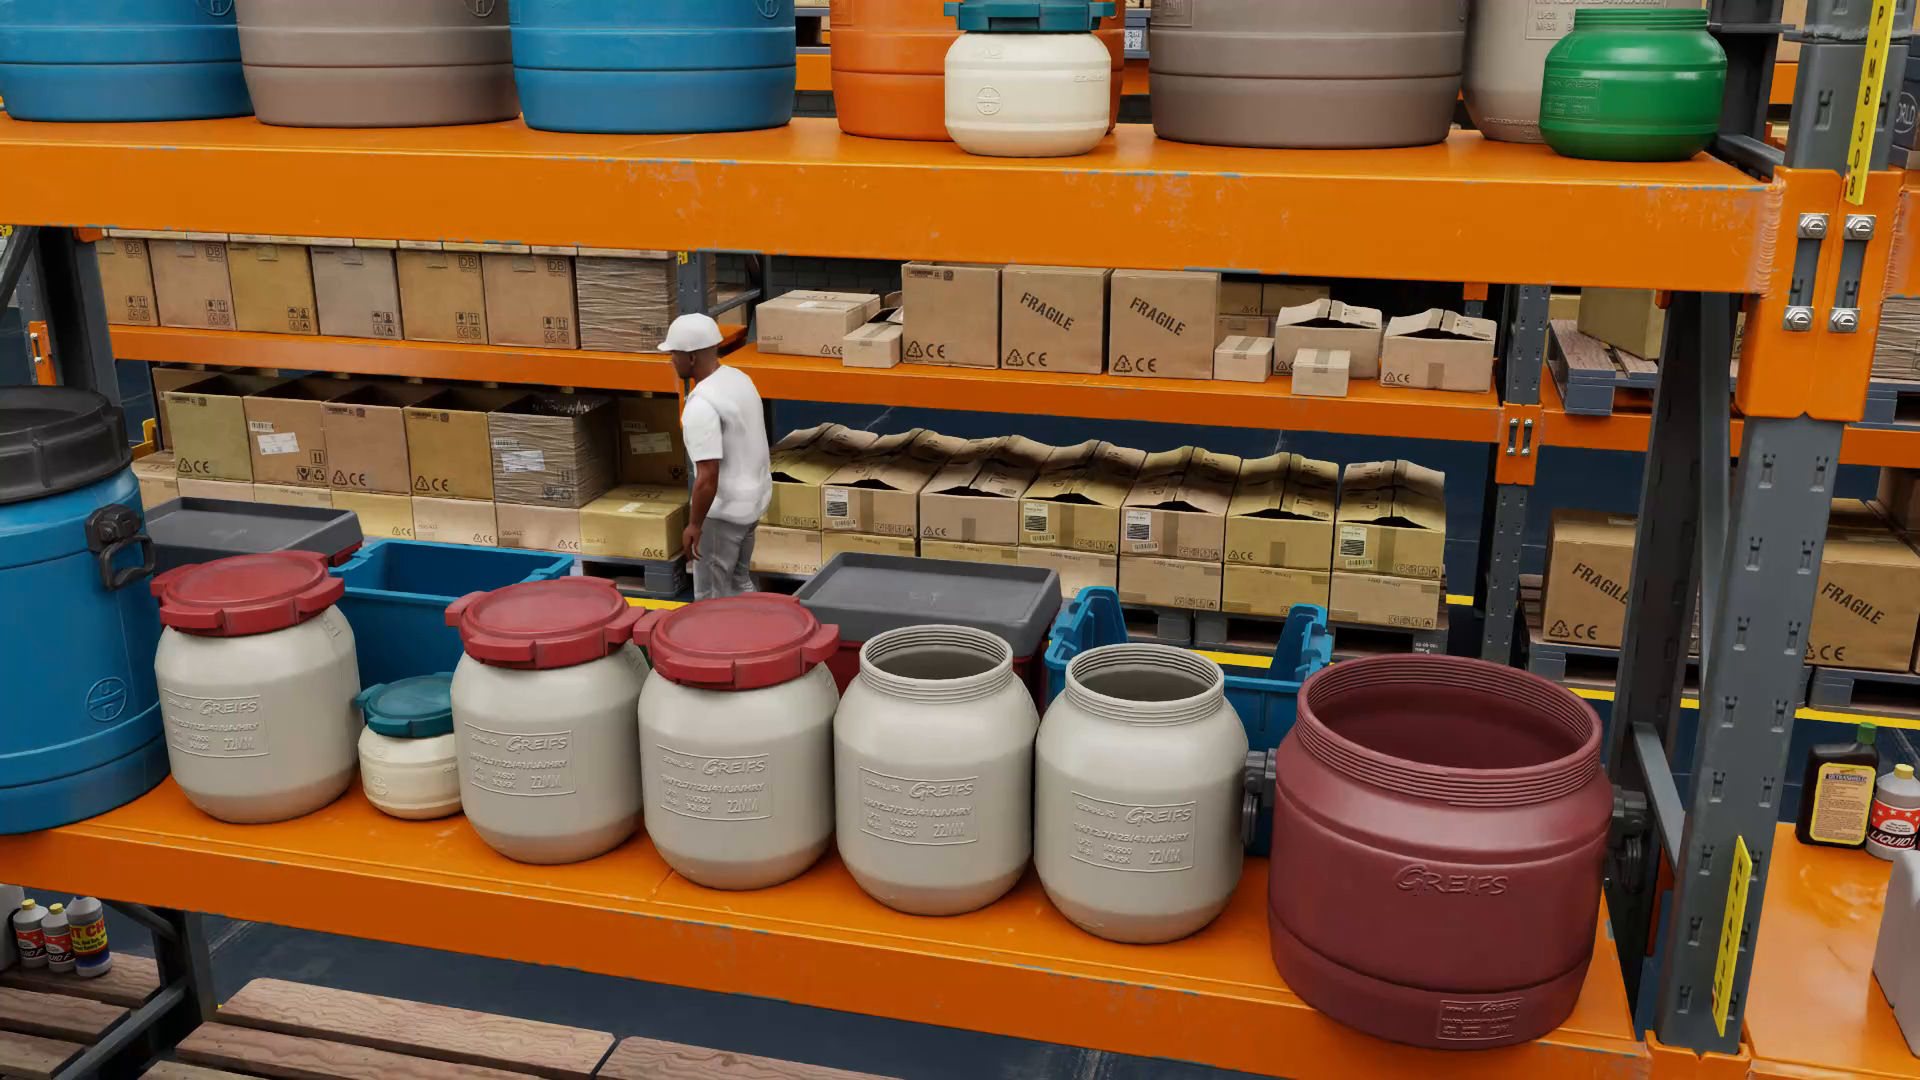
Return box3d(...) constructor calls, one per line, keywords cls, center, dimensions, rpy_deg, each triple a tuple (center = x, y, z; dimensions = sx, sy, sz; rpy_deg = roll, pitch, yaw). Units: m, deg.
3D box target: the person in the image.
box3d(cls="person", center=(-1.086, -0.148, 7.479), dimensions=(0.463, 1.760, 0.634), rpy_deg=(4, 19, 13))
